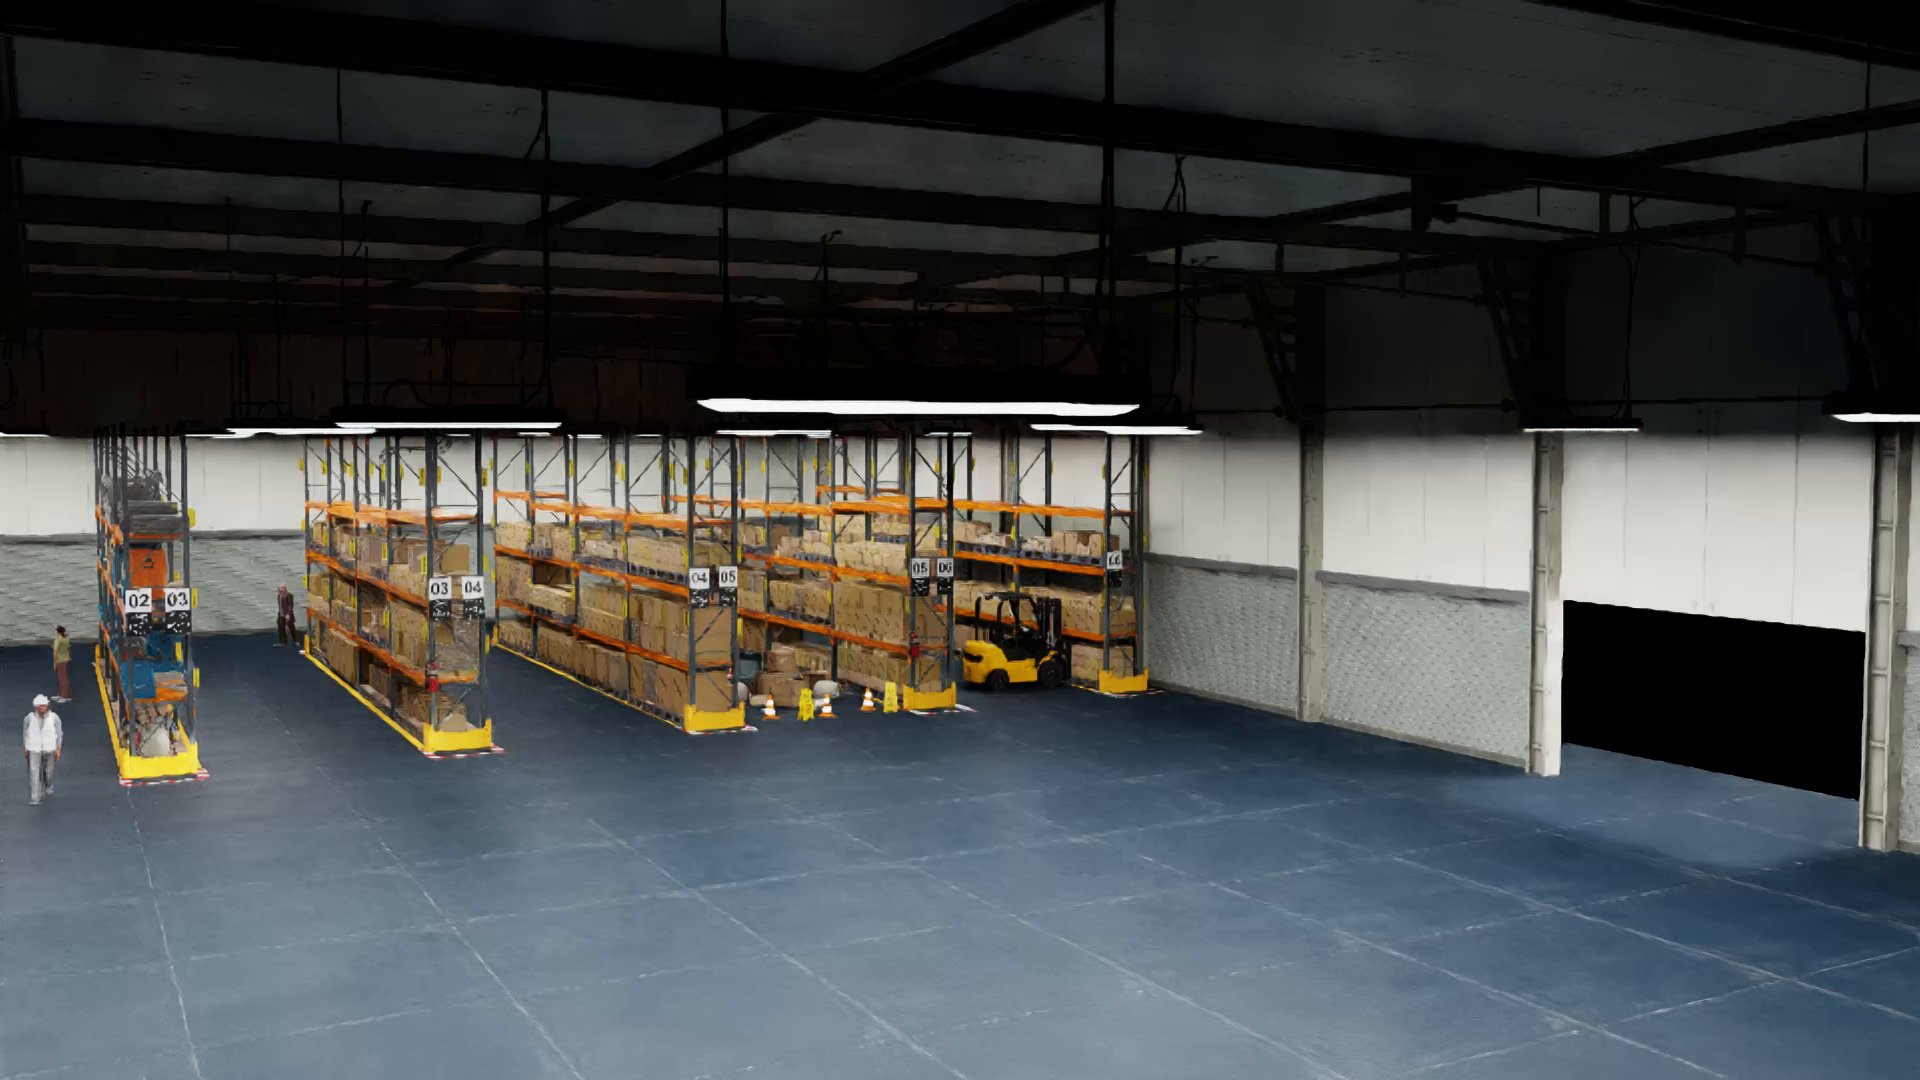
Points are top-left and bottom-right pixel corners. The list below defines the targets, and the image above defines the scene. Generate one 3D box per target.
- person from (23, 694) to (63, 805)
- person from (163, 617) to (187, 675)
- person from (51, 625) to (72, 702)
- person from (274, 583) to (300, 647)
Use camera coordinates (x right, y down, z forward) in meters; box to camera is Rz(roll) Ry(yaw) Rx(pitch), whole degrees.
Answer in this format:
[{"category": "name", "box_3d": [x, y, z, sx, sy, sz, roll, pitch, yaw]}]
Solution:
[{"category": "person", "box_3d": [-14.468, 3.271, 26.248, 0.543, 1.700, 1.119, -2, 4, -31]}, {"category": "person", "box_3d": [-19.120, 2.430, 40.184, 0.759, 1.707, 0.658, 2, 4, 35]}, {"category": "person", "box_3d": [-19.621, 2.677, 36.254, 0.560, 1.666, 0.561, 0, 3, 1]}, {"category": "person", "box_3d": [-18.607, 2.072, 45.961, 0.617, 1.750, 0.677, 2, 4, 27]}]
